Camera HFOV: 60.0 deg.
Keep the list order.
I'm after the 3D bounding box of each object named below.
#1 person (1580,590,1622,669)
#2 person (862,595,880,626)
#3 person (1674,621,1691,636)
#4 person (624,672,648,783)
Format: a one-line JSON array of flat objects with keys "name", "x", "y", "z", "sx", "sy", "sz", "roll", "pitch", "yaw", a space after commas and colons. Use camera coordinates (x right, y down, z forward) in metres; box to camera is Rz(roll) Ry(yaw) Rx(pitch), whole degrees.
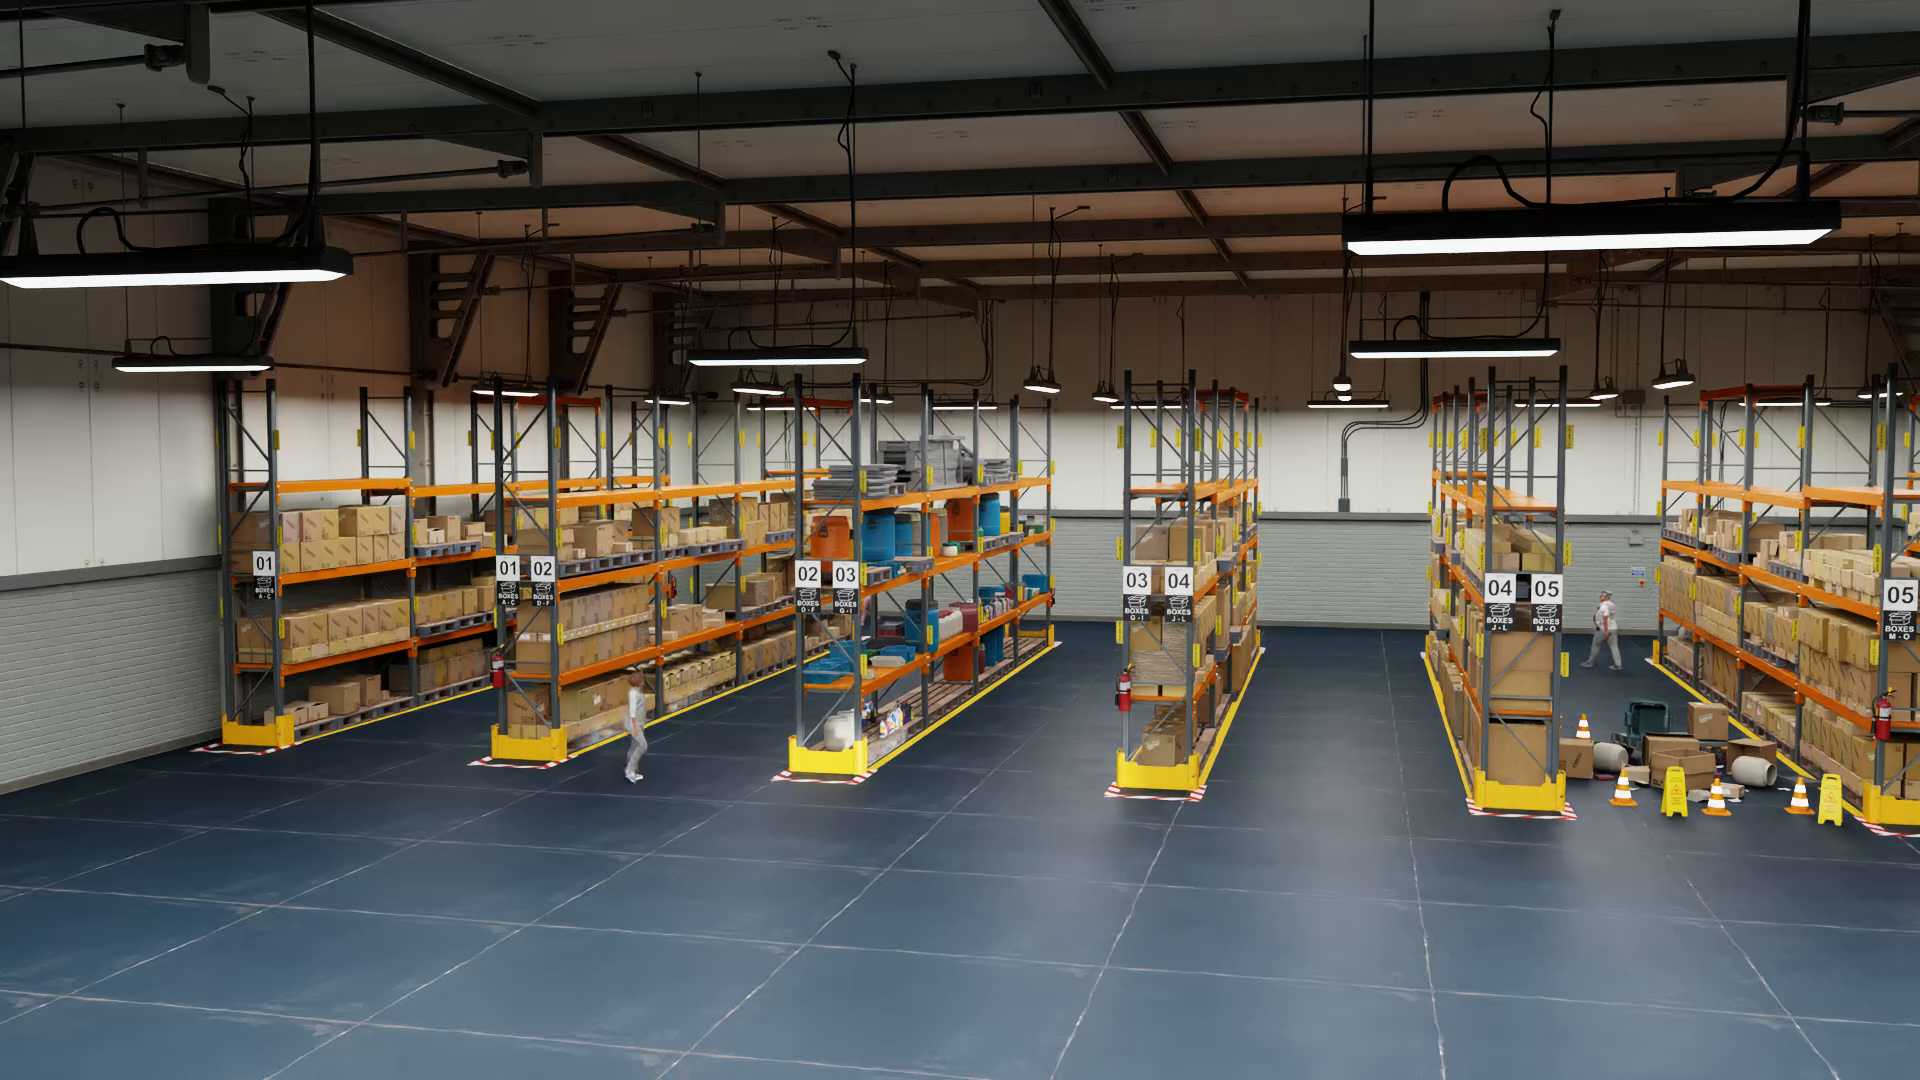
[{"name": "person", "x": 14.068, "y": 1.939, "z": 36.308, "sx": 0.512, "sy": 1.713, "sz": 0.974, "roll": -1, "pitch": 4, "yaw": -21}, {"name": "person", "x": -2.501, "y": 1.492, "z": 44.952, "sx": 0.433, "sy": 1.595, "sz": 1.066, "roll": 3, "pitch": 5, "yaw": 41}, {"name": "person", "x": 17.065, "y": 1.851, "z": 39.128, "sx": 0.527, "sy": 1.724, "sz": 0.505, "roll": 0, "pitch": 3, "yaw": -8}, {"name": "person", "x": -4.748, "y": 2.732, "z": 24.375, "sx": 0.416, "sy": 1.606, "sz": 0.437, "roll": 0, "pitch": 3, "yaw": 7}]
